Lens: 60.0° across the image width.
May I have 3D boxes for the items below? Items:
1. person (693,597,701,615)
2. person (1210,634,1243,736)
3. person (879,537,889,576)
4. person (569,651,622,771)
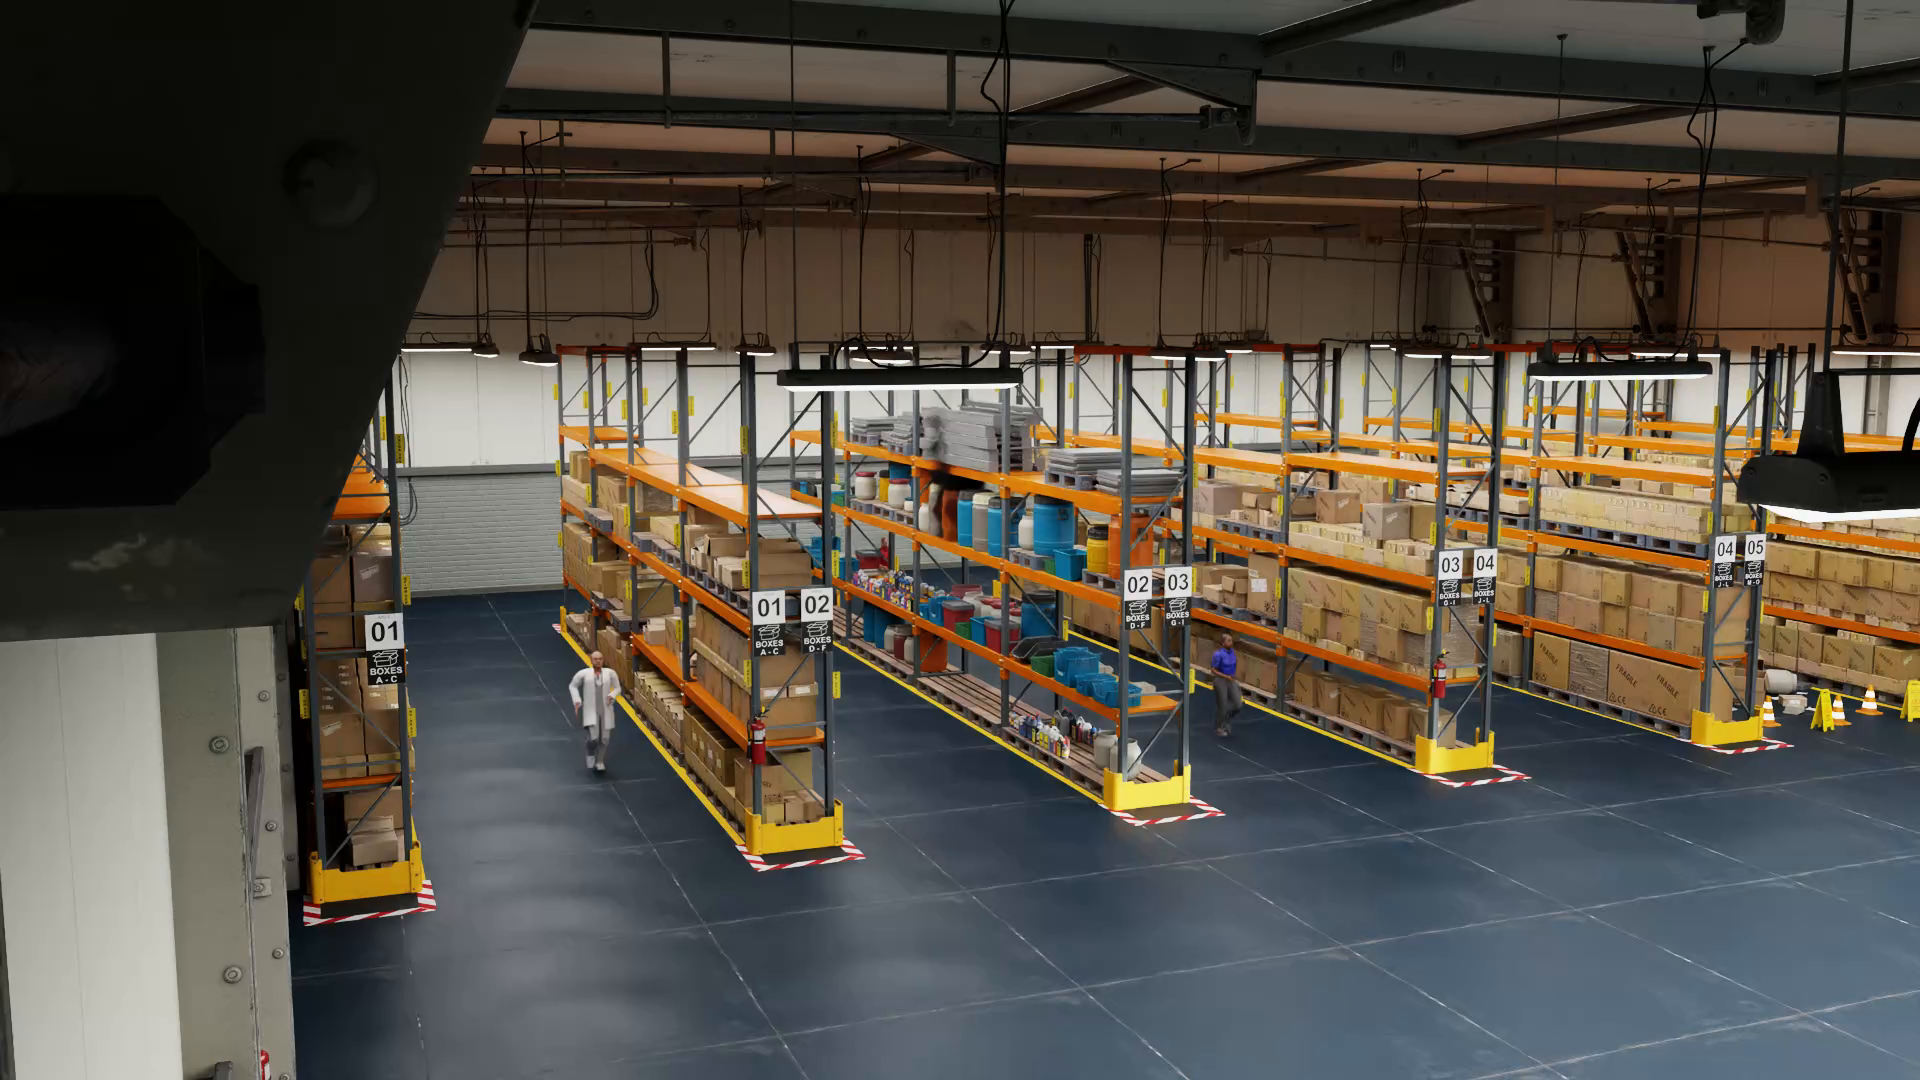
[{"bbox_3d":[-5.430,1.191,34.164,0.617,1.652,0.643,-3,8,-24],"label":"person"},{"bbox_3d":[4.142,2.254,25.788,0.576,1.619,0.580,-5,9,-32],"label":"person"},{"bbox_3d":[-1.597,0.772,37.189,0.691,1.692,0.692,-6,10,-42],"label":"person"},{"bbox_3d":[-5.158,2.455,23.706,0.704,1.734,0.653,-3,8,-24],"label":"person"}]
